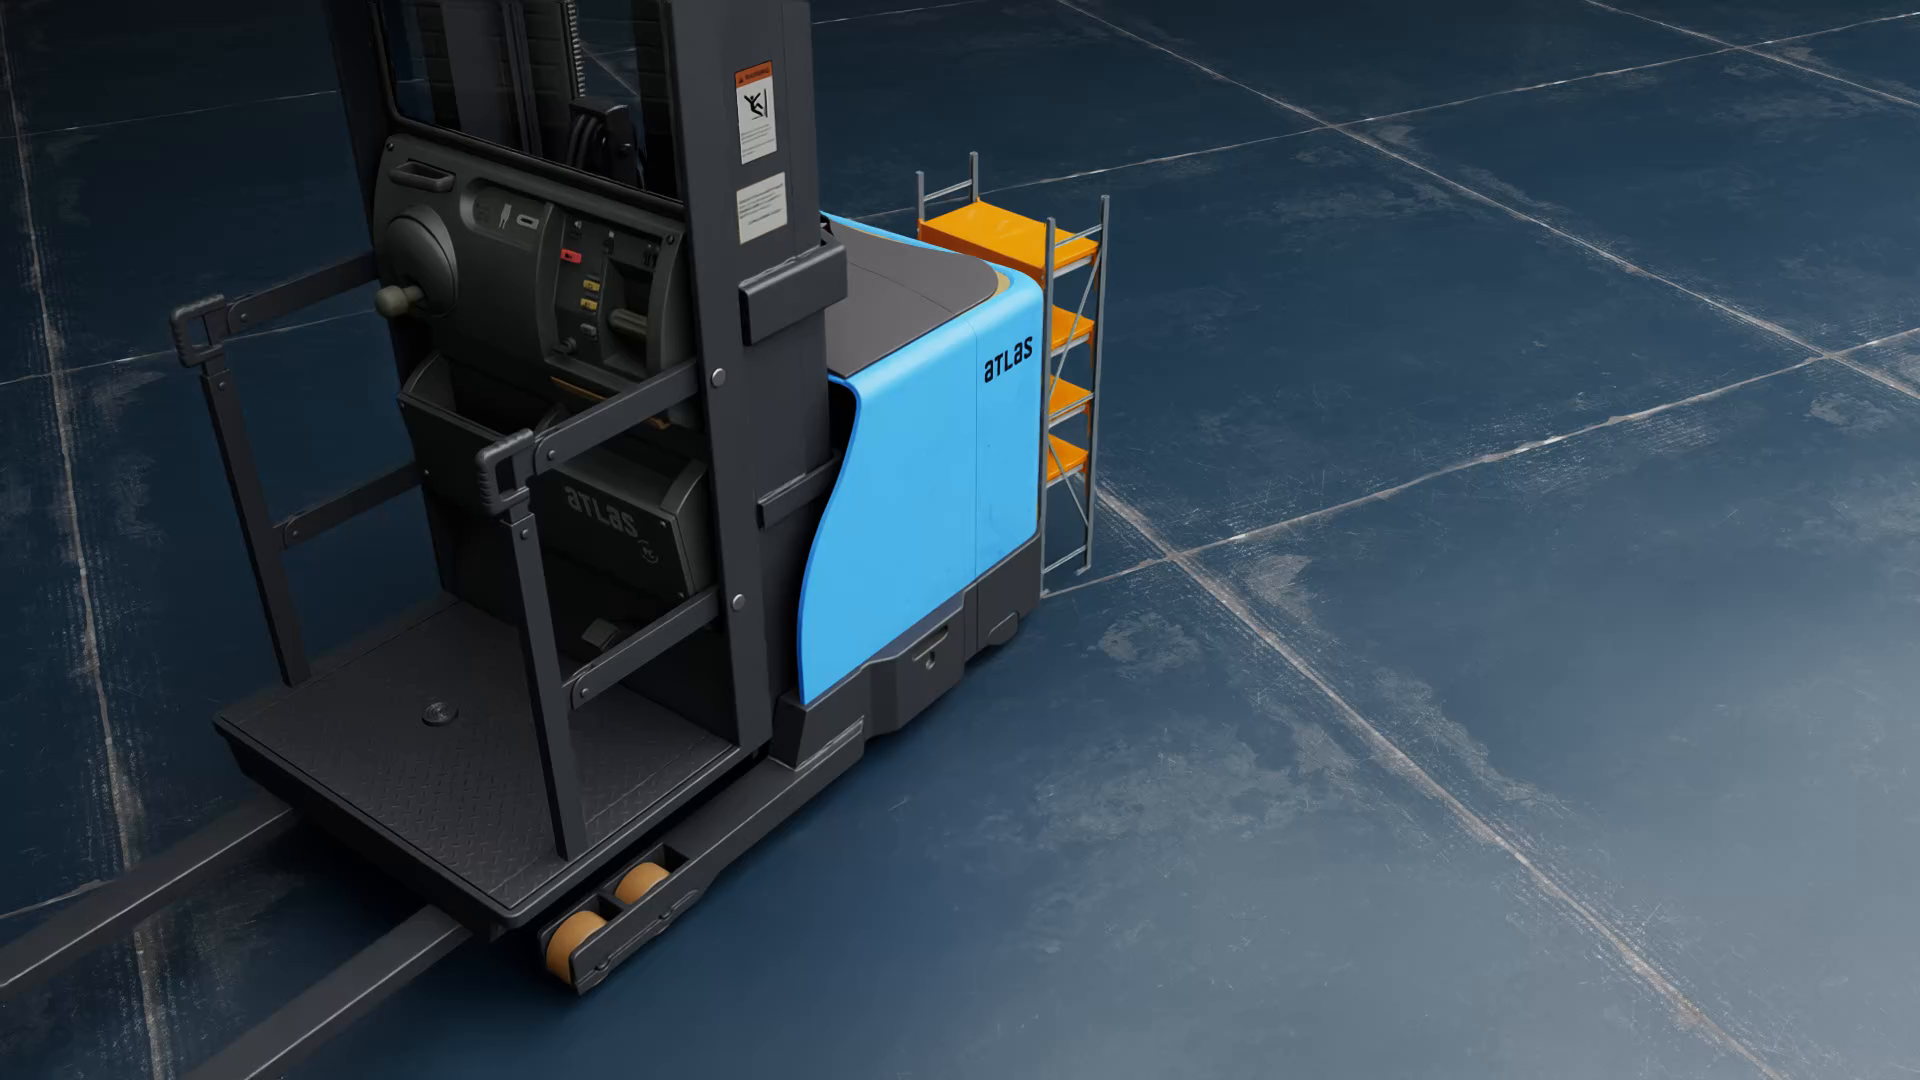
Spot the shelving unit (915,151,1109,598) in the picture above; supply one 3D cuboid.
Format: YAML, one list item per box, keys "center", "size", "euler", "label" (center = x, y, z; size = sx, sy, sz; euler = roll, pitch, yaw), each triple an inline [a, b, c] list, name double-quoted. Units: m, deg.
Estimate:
- center: [0.138, -0.468, 4.868]
  size: [0.503, 1.200, 0.258]
  euler: [28, 42, 36]
  label: "shelving unit"

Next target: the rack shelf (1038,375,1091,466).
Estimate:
- center: [0.138, -0.411, 4.904]
  size: [0.480, 0.148, 0.258]
  euler: [28, 42, 36]
  label: "rack shelf"

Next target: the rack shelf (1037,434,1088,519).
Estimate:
- center: [0.138, -0.244, 5.011]
  size: [0.480, 0.148, 0.258]
  euler: [28, 42, 36]
  label: "rack shelf"

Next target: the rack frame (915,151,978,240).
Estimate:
- center: [-0.037, -0.559, 5.011]
  size: [0.015, 1.200, 0.240]
  euler: [28, 42, 36]
  label: "rack frame"

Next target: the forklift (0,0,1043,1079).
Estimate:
- center: [-1.058, -0.541, 3.378]
  size: [1.130, 2.935, 3.031]
  euler: [22, 39, 31]
  label: "forklift"

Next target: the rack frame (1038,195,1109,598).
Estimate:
- center: [0.313, -0.376, 4.725]
  size: [0.015, 1.200, 0.240]
  euler: [28, 42, 36]
  label: "rack frame"

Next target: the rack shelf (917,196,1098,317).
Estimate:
- center: [0.138, -0.799, 4.656]
  size: [0.480, 0.148, 0.258]
  euler: [28, 42, 36]
  label: "rack shelf"

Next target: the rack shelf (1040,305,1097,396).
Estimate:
- center: [0.138, -0.599, 4.783]
  size: [0.480, 0.148, 0.258]
  euler: [28, 42, 36]
  label: "rack shelf"
